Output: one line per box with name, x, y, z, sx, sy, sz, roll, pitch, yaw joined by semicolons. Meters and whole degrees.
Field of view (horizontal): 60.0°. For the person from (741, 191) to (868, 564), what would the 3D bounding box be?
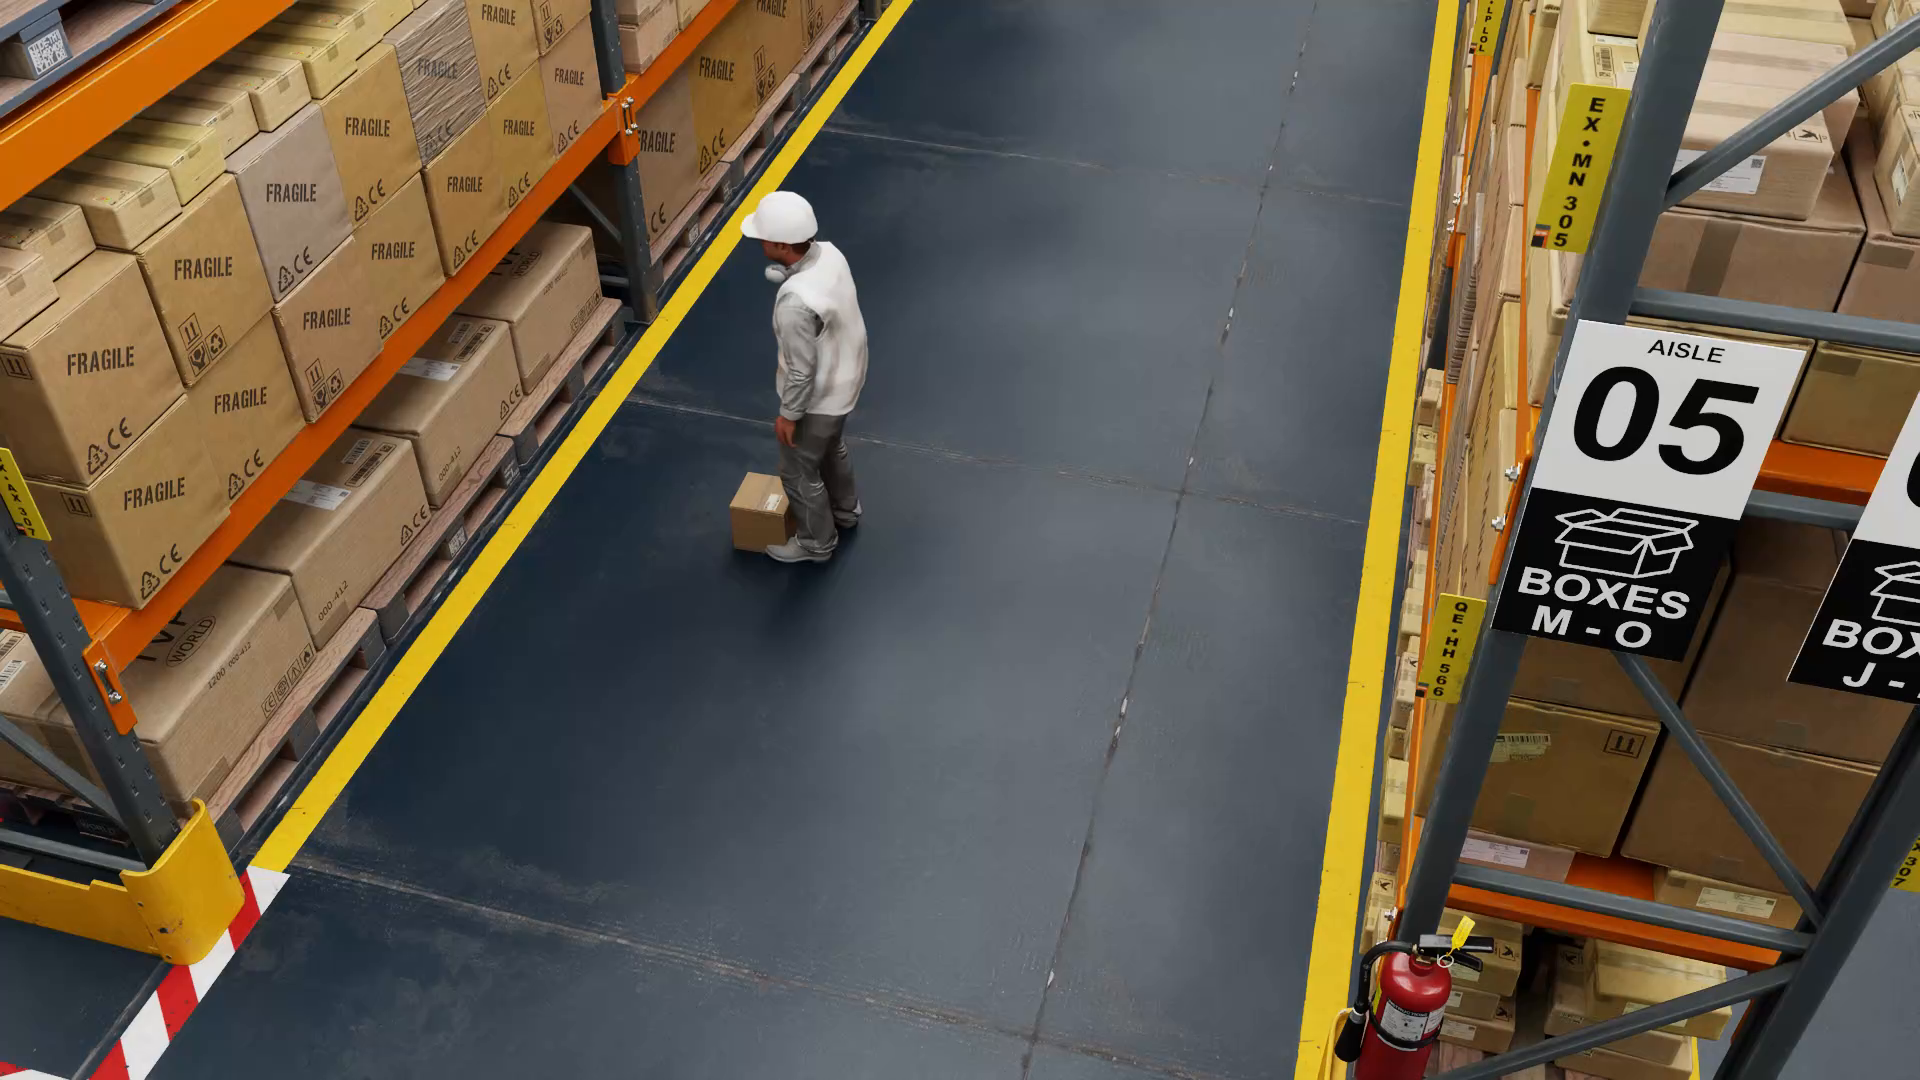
person;-0.616;-0.647;6.888;0.466;1.773;0.591;8;41;10
